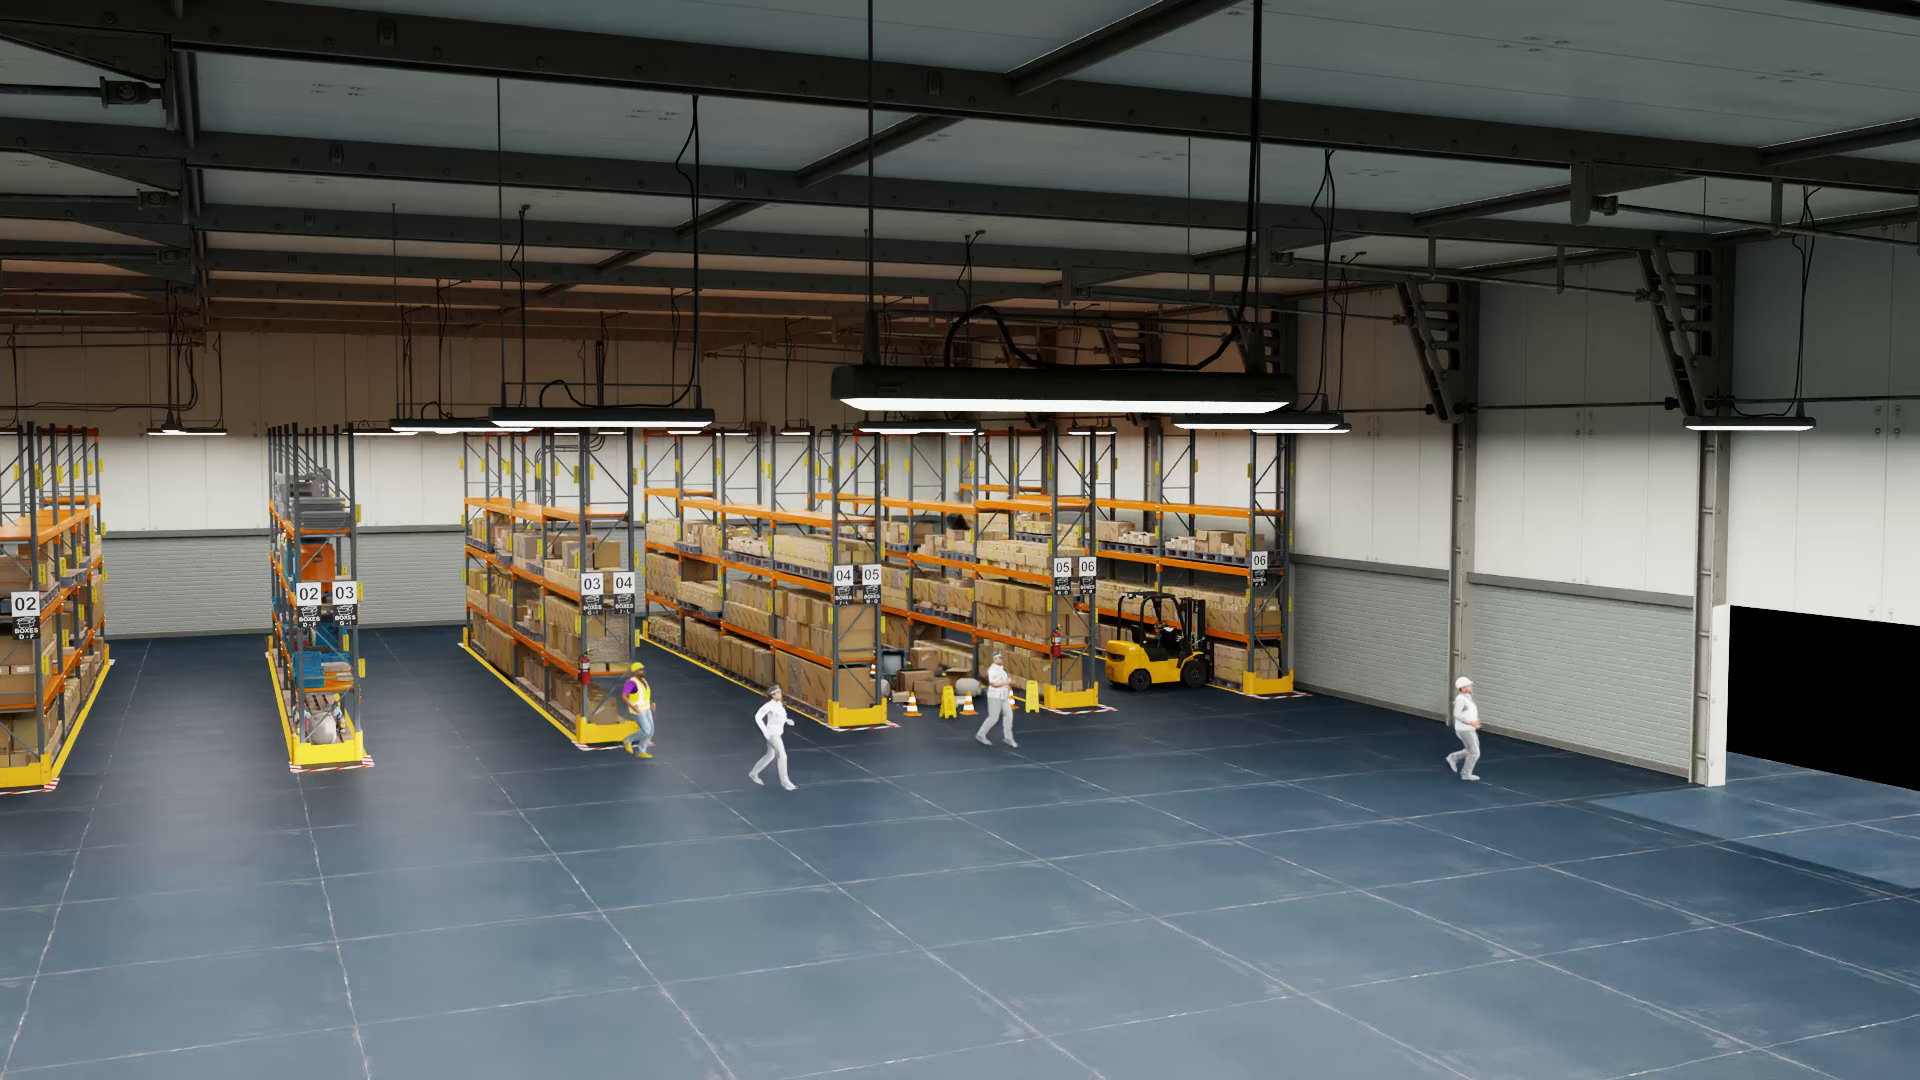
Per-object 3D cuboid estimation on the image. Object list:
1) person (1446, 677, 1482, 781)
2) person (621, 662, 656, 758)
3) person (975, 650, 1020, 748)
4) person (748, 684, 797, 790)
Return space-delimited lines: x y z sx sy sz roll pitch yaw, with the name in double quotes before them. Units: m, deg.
"person" 8.450 3.157 27.868 0.612 1.721 0.657 2 4 27
"person" -5.763 3.049 29.796 0.561 1.716 0.718 1 4 17
"person" 0.694 2.941 30.801 0.823 1.825 0.647 1 4 20
"person" -3.064 3.208 27.208 0.855 1.715 0.610 1 4 9
